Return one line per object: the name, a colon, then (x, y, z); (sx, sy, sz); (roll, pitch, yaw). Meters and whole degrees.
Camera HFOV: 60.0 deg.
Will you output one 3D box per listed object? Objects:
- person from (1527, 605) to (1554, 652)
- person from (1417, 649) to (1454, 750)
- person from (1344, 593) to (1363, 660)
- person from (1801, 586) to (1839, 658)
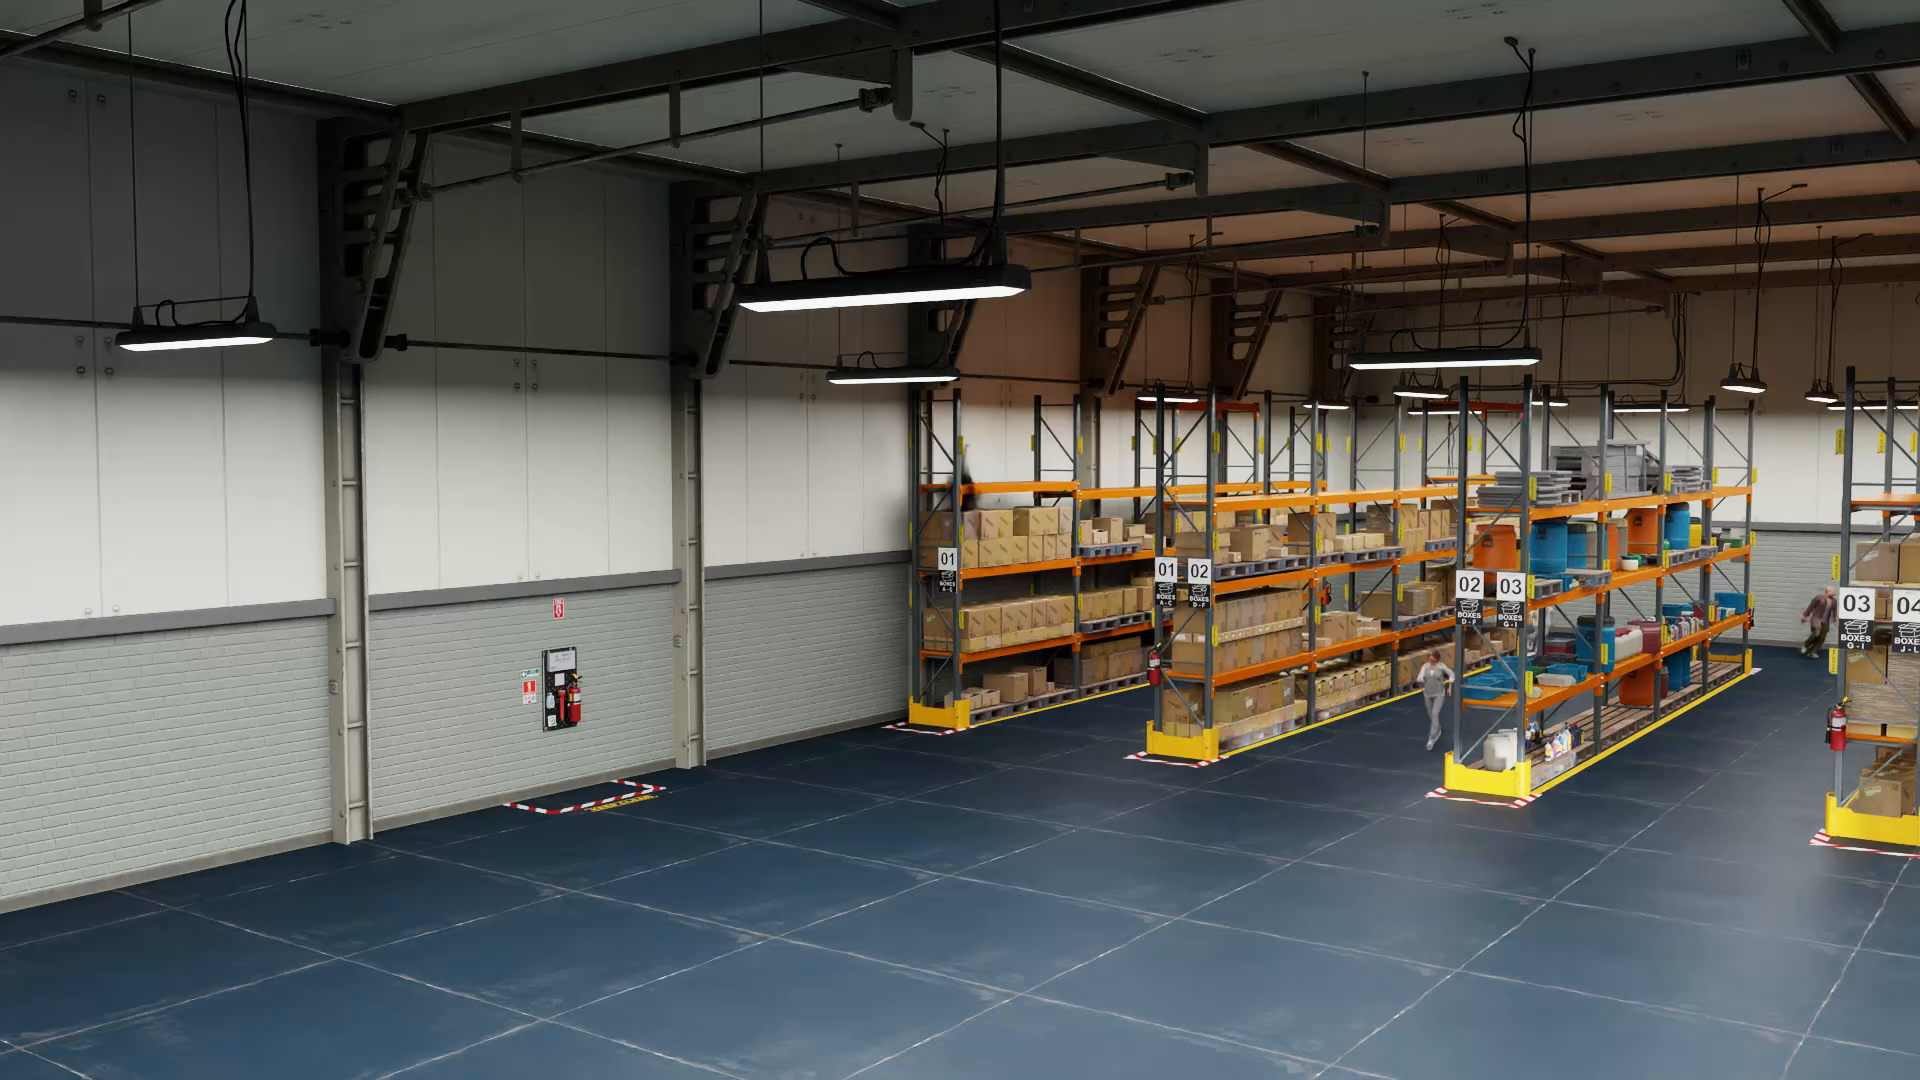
person: (13.986, 1.844, 40.133); (0.730, 1.733, 0.651); (-1, 3, -17)
person: (7.880, 2.662, 27.604); (0.534, 1.523, 0.823); (2, 4, 35)
person: (9.181, 2.011, 38.457); (0.541, 1.603, 0.926); (2, 4, 31)
person: (20.197, 1.917, 39.033); (0.726, 1.704, 0.606); (0, 3, -6)
